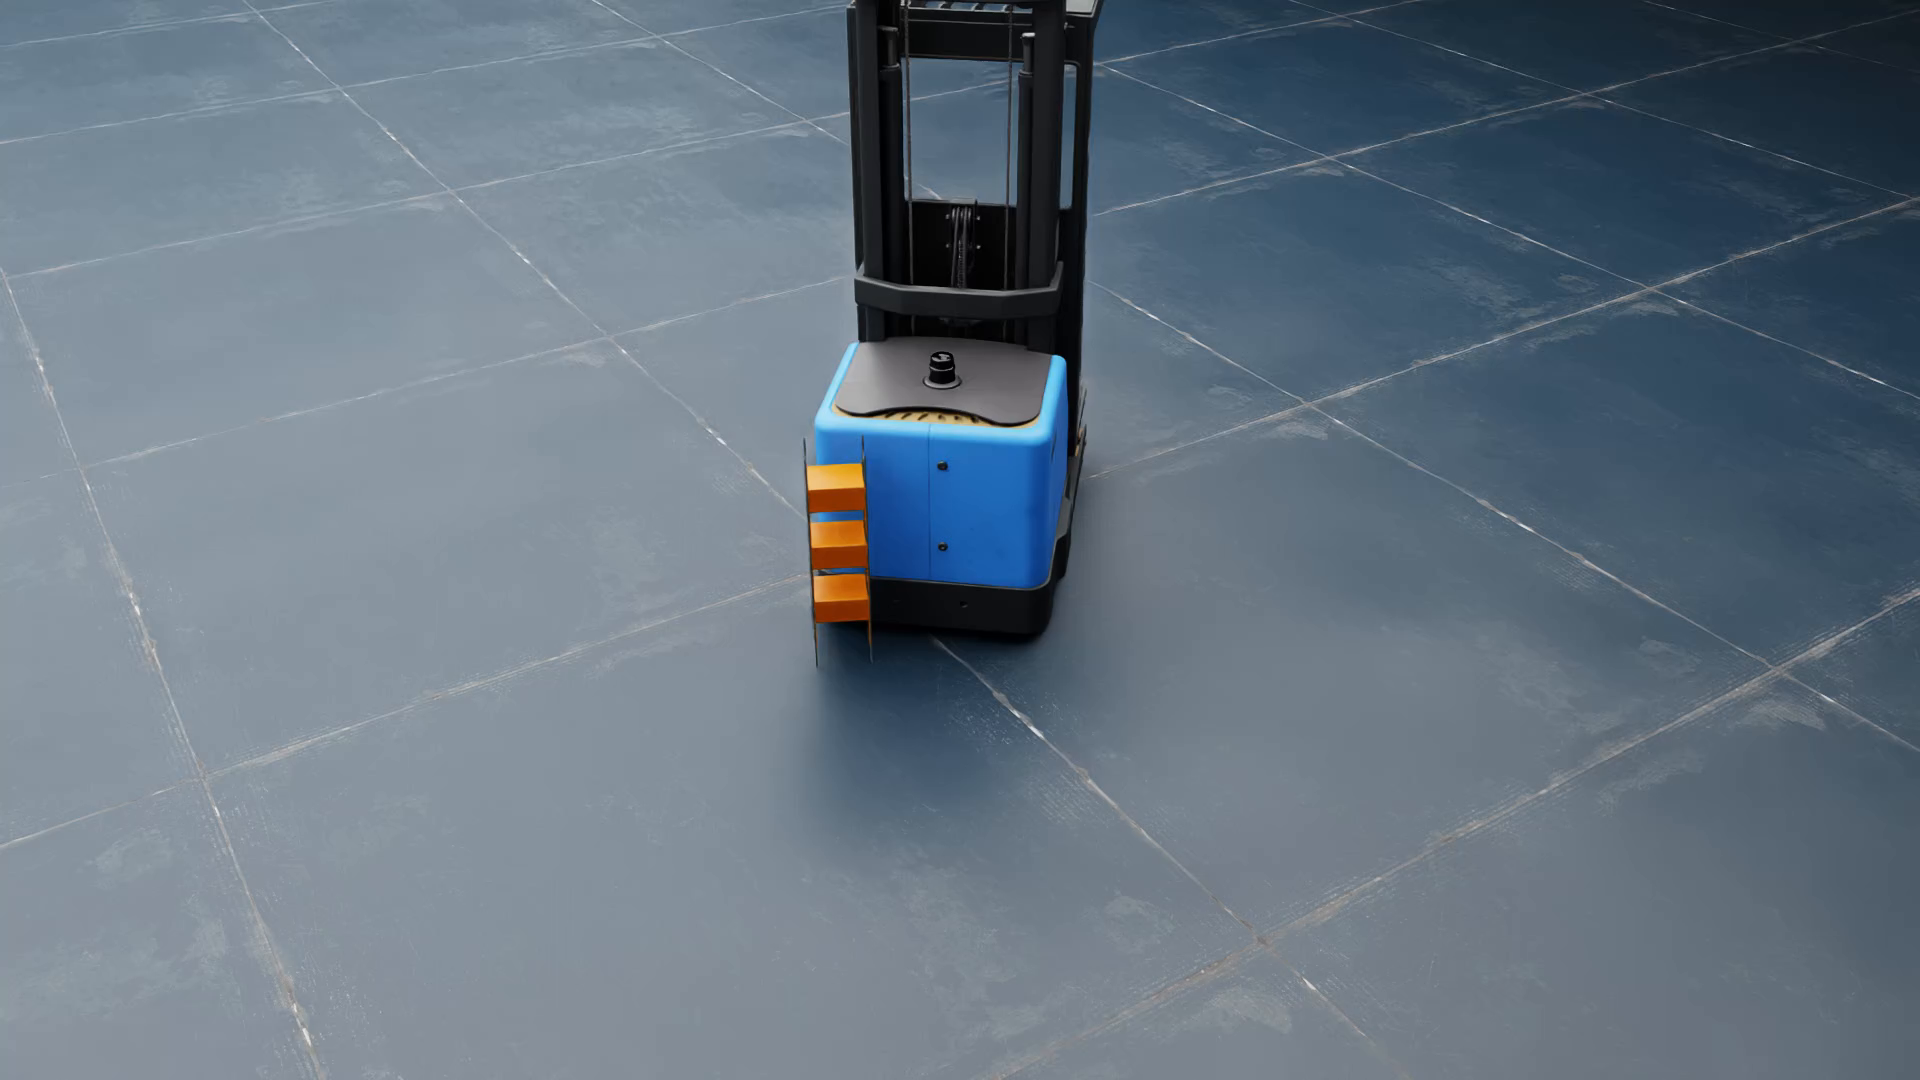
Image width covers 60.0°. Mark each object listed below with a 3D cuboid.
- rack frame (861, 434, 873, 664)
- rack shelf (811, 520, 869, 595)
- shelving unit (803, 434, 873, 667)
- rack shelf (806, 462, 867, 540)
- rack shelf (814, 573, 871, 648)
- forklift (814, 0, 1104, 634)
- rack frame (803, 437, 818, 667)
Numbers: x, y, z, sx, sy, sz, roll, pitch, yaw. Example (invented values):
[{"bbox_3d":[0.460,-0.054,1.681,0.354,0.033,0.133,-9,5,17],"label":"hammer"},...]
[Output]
[{"bbox_3d":[-0.400,0.052,7.183,0.008,1.050,0.200,-3,33,-5],"label":"rack frame"},{"bbox_3d":[-0.522,0.068,7.178,0.240,0.259,0.215,-3,33,-5],"label":"rack shelf"},{"bbox_3d":[-0.522,0.059,7.172,0.252,1.050,0.215,-3,33,-5],"label":"shelving unit"},{"bbox_3d":[-0.522,-0.172,7.026,0.240,0.259,0.215,-3,33,-5],"label":"rack shelf"},{"bbox_3d":[-0.522,0.302,7.327,0.240,0.259,0.215,-3,33,-5],"label":"rack shelf"},{"bbox_3d":[0.081,-1.588,8.021,1.130,2.935,3.031,4,33,7],"label":"forklift"},{"bbox_3d":[-0.643,0.066,7.161,0.008,1.050,0.200,-3,33,-5],"label":"rack frame"}]
